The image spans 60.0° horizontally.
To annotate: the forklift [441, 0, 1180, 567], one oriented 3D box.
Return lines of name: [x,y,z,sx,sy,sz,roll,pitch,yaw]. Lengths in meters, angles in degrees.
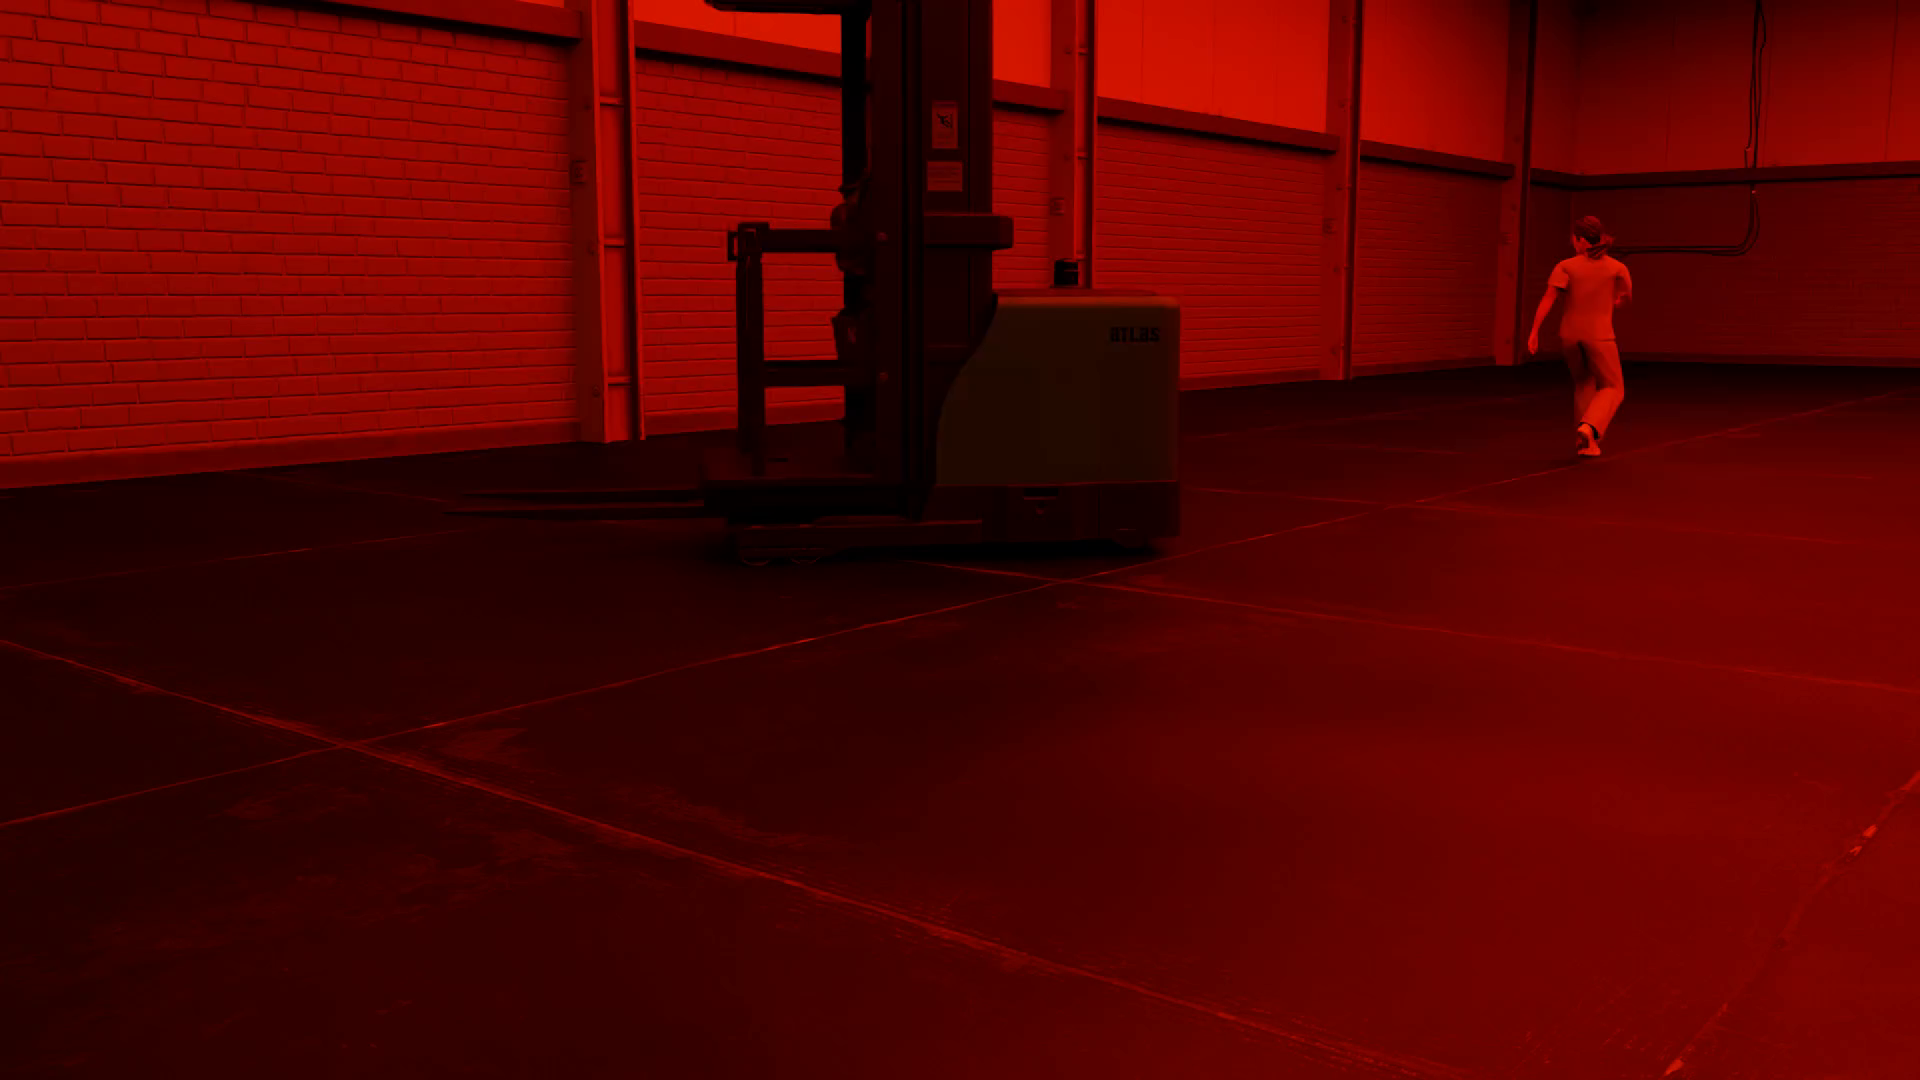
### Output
forklift: [-0.636,-1.426,7.030,3.031,2.935,1.130,-2,8,-10]

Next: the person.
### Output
person: [4.179,-1.352,11.131,0.543,1.606,0.681,7,11,40]
